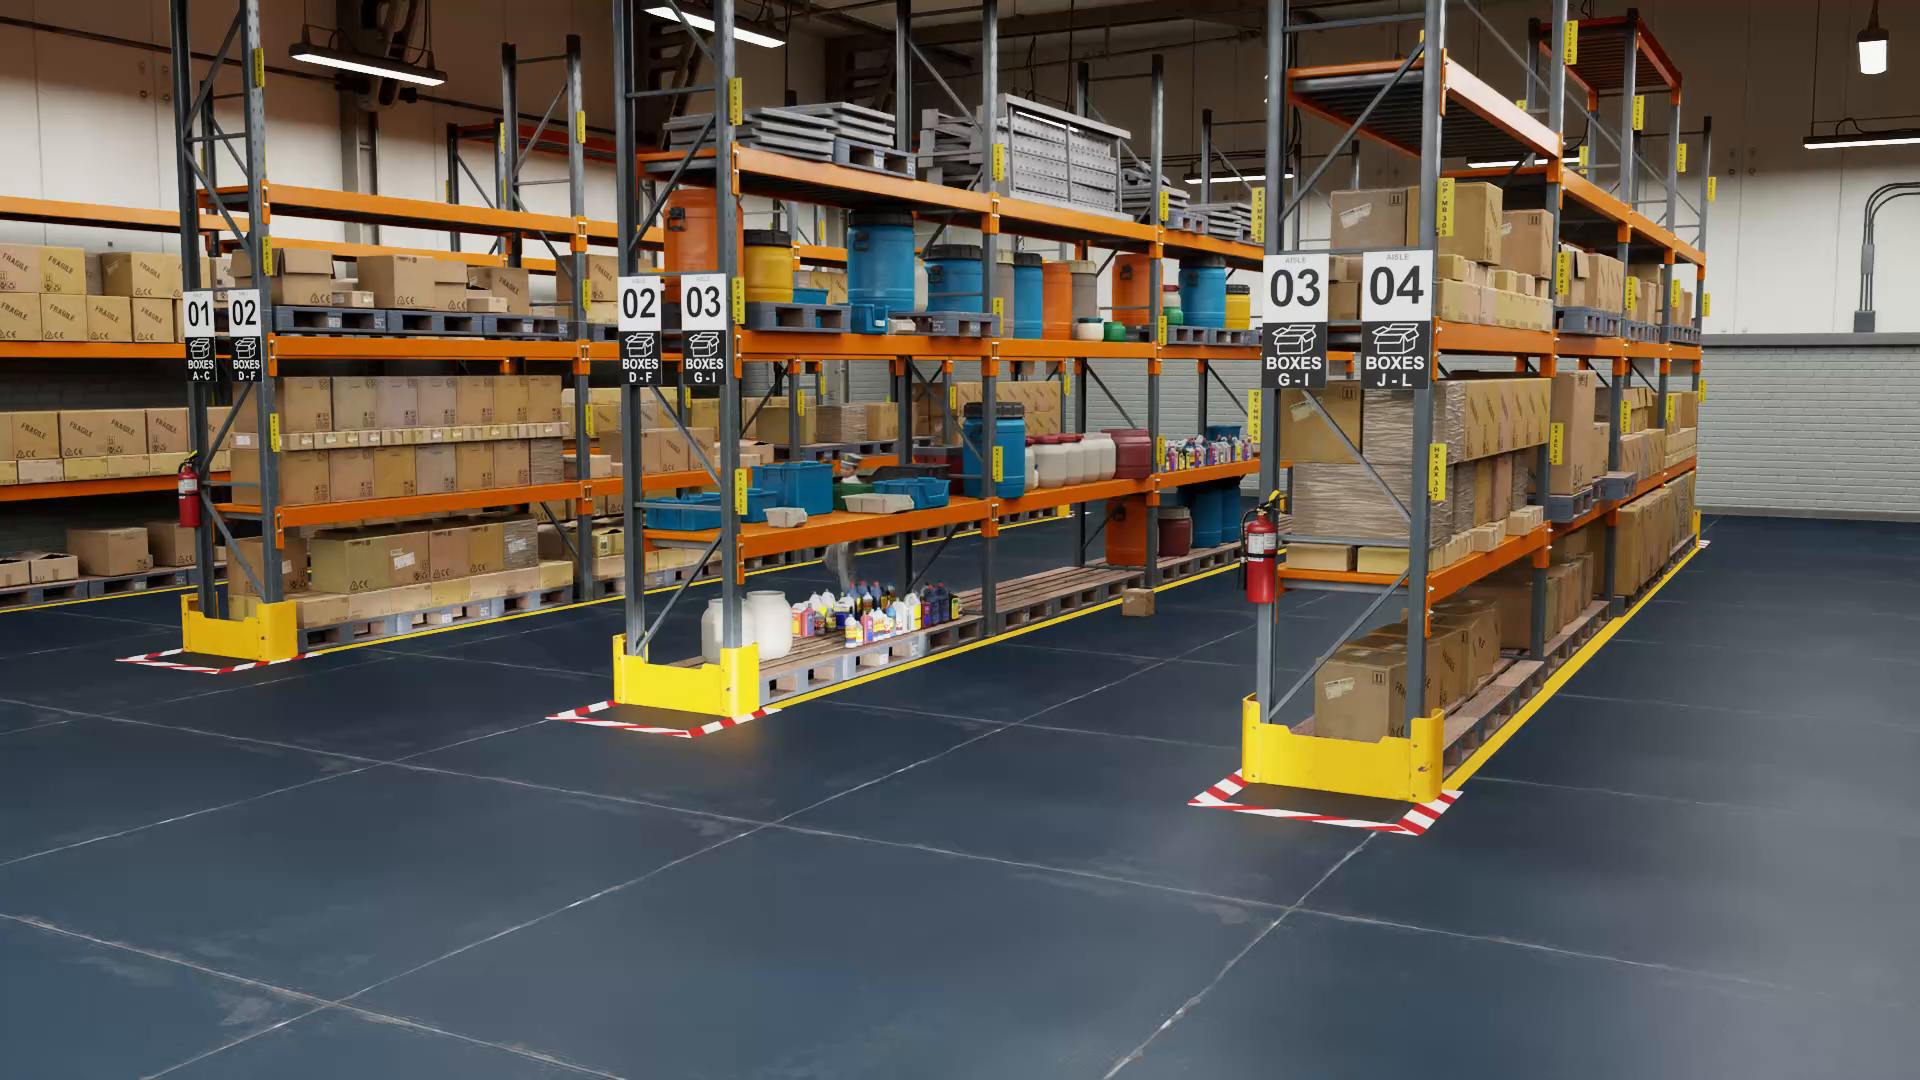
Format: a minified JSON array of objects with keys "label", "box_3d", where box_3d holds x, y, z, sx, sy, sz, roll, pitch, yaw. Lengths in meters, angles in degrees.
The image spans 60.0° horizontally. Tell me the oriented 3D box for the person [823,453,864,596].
[{"label":"person","box_3d":[-1.171,-0.060,16.927,0.422,1.662,0.590,-1,6,-9]}]
